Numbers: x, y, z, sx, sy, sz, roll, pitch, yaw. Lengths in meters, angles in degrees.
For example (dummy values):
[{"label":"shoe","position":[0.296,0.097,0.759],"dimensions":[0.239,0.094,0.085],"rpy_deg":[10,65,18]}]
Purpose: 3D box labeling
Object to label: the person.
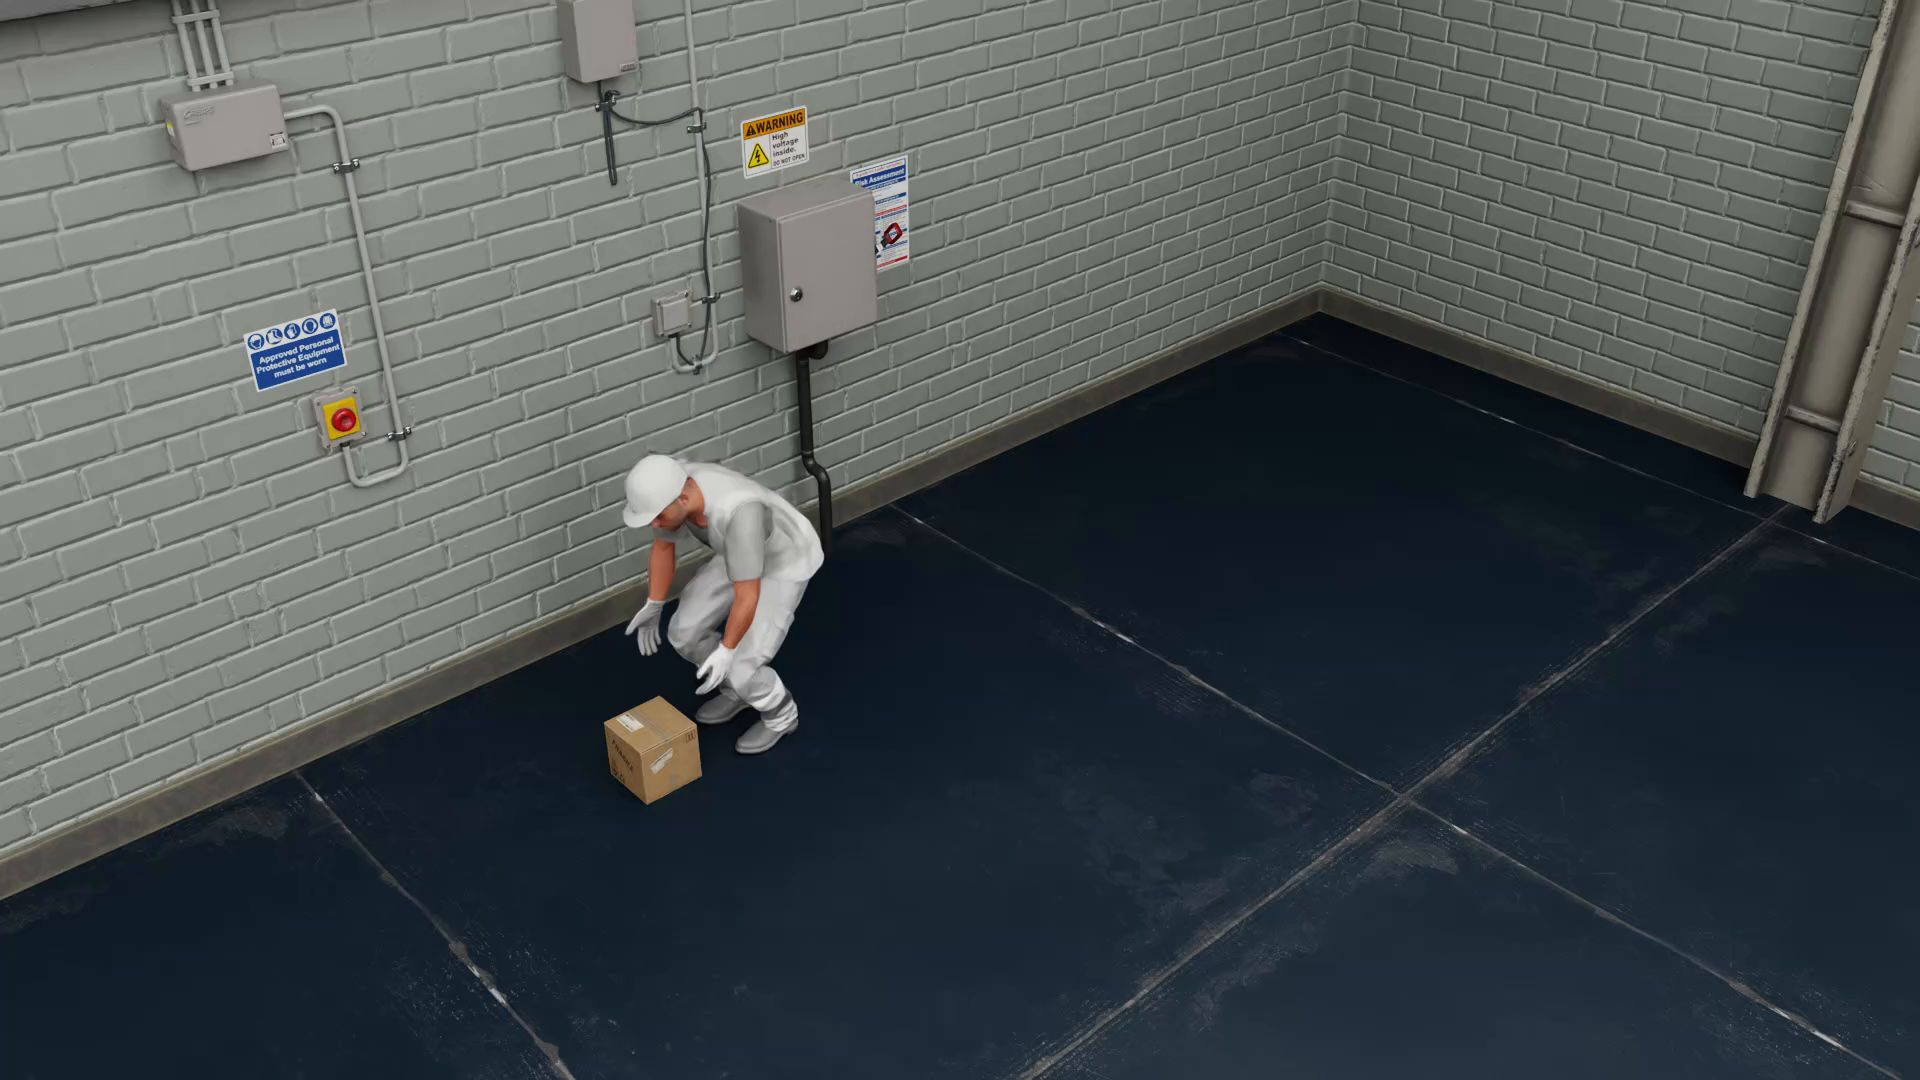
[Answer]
[{"label":"person","position":[-0.860,0.200,6.205],"dimensions":[0.795,1.351,0.584],"rpy_deg":[-26,40,-35]}]
